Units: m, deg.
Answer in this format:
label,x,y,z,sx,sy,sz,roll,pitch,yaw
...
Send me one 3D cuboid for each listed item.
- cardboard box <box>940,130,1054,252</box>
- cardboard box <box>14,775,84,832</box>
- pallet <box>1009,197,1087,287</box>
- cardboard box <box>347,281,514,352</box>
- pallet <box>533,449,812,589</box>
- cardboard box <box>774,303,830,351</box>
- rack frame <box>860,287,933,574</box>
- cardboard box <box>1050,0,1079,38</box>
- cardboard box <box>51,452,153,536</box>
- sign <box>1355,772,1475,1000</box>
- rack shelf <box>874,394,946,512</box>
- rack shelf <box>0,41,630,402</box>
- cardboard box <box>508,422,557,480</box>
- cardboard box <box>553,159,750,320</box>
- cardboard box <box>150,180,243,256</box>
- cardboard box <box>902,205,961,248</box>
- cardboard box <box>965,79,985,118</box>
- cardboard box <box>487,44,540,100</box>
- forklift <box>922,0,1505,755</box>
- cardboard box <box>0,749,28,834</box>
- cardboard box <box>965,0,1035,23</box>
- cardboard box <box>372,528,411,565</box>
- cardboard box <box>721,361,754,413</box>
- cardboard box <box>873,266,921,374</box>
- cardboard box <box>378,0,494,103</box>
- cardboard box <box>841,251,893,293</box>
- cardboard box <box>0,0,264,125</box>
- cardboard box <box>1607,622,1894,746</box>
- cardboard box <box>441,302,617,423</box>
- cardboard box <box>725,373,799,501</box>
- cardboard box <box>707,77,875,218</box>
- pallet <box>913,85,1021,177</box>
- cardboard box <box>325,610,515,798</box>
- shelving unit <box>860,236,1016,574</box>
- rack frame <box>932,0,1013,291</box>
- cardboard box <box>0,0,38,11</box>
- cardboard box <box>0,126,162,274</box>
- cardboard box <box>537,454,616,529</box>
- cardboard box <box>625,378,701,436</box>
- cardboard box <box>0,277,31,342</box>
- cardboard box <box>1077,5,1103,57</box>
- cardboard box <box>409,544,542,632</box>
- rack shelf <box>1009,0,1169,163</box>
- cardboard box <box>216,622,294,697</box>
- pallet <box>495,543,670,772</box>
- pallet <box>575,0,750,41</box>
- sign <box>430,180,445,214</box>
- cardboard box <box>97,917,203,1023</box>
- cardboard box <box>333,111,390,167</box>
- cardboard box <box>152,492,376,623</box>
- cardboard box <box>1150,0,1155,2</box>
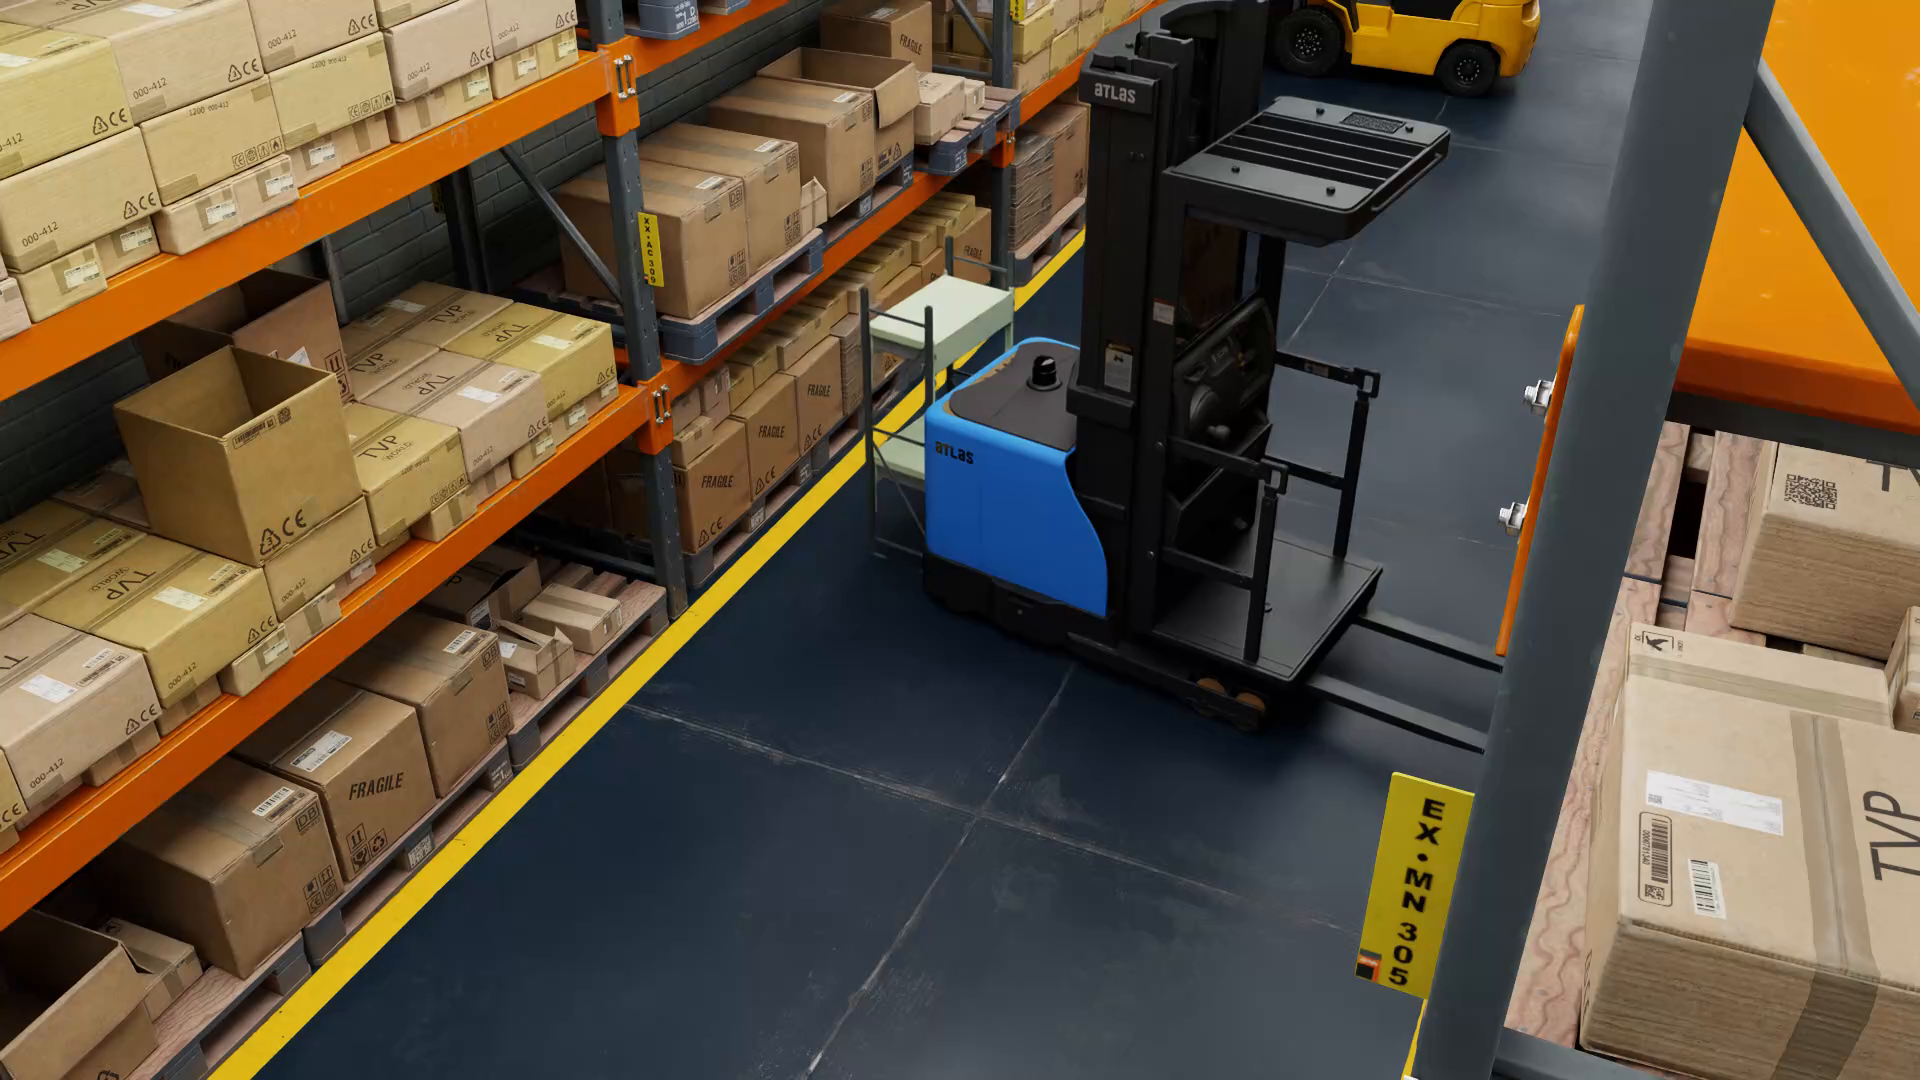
label,x,y,z,sx,sy,sz,roll,pitch,yaw
cardboard box,0.125,-2.482,11.582,0.875,0.625,0.625,15,36,22
cardboard box,-2.966,0.720,5.145,0.380,0.149,0.250,14,36,20
pallet,0.231,-2.227,11.954,1.003,0.211,1.213,14,36,20
cardboard box,-2.275,-0.877,7.217,0.500,0.250,0.500,14,36,20
pallet,-1.516,-0.247,8.935,1.003,0.211,1.213,14,36,20
cardboard box,-0.941,-1.184,9.125,0.380,0.149,0.250,15,36,22
rack frame,-0.298,-0.500,8.146,0.400,1.500,0.023,20,38,27
cardboard box,0.469,-3.552,11.113,0.500,0.250,0.500,15,36,22
cardboard box,-2.897,-0.122,6.066,0.500,0.250,0.500,14,36,20
sign,0.527,0.406,1.924,0.100,0.325,0.005,14,36,20
rack shelf,-0.099,-0.396,8.581,0.431,0.370,0.720,20,38,27
rack shelf,-2.659,-0.957,5.395,1.077,0.370,4.000,14,36,20
cardboard box,-1.902,-0.408,6.866,0.380,0.149,0.250,15,36,22
cardboard box,-1.417,-1.407,7.686,0.700,0.500,0.500,15,36,22
cardboard box,-2.421,-1.004,5.039,0.380,0.149,0.250,14,36,21
cardboard box,-0.211,-1.946,10.288,0.380,0.149,0.250,12,35,18
cardboard box,-0.075,-2.647,9.898,0.380,0.149,0.250,15,36,21
cardboard box,-1.810,-1.781,6.224,0.380,0.149,0.250,14,36,20
forklift,1.327,-0.706,7.153,3.031,2.935,1.130,20,38,28
cardboard box,-3.061,0.766,4.711,0.500,0.250,0.500,14,36,21
cardboard box,0.252,-3.396,10.511,0.380,0.149,0.250,15,36,22
cardboard box,-2.327,-0.047,6.316,0.380,0.149,0.250,15,36,21
cardboard box,-1.288,-0.805,8.547,0.380,0.149,0.250,12,35,18
cardboard box,-0.566,-1.354,9.976,0.500,0.500,0.500,16,36,23
cardboard box,-2.004,-1.757,5.824,0.500,0.250,0.500,13,35,19
cardboard box,-0.617,-1.580,9.729,0.380,0.149,0.250,14,36,20
cardboard box,-2.450,-1.455,4.907,0.500,0.250,0.500,15,36,22
cardboard box,1.224,0.291,2.591,0.380,0.149,0.250,11,35,17
cardboard box,-1.814,-0.752,7.027,0.500,0.250,0.500,15,36,22
cardboard box,-1.202,-0.587,8.806,0.500,0.500,0.500,14,36,20
cardboard box,-0.872,-2.056,8.675,0.700,0.500,0.500,14,36,20
pallet,-0.368,-2.558,10.091,1.213,0.211,1.003,14,36,20
cardboard box,-2.326,0.645,6.927,0.700,0.500,0.500,13,35,19
shelving unit,-0.099,-0.669,8.402,0.431,1.500,0.755,20,38,27
rack frame,-0.149,-2.992,10.578,1.000,3.000,0.127,14,36,20
cardboard box,-2.905,-1.579,5.097,0.500,0.250,0.500,14,36,20
cardboard box,-2.642,-0.992,4.657,0.500,0.250,0.500,13,35,19
cardboard box,-1.885,-0.443,8.586,0.500,0.500,0.500,14,36,20
cardboard box,-1.485,-0.657,8.051,0.380,0.149,0.250,14,36,20
cardboard box,-2.745,-0.623,4.459,0.380,0.149,0.250,15,36,22
cardboard box,0.683,-3.602,11.644,0.500,0.250,0.500,13,35,19
cardboard box,-2.313,0.224,7.742,0.500,0.311,0.500,15,36,22
rack shelf,0.688,-3.687,12.294,1.077,0.370,4.000,14,36,20
cardboard box,-2.525,0.366,5.685,0.380,0.149,0.250,13,35,19
pallet,-2.110,0.508,7.783,1.003,0.211,1.213,14,36,20
pallet,-1.486,-2.484,7.239,1.213,0.211,1.003,14,36,20
sign,-2.328,-1.610,7.413,0.100,0.325,0.005,14,36,20
cardboard box,-2.941,1.523,5.908,0.380,0.149,0.250,13,35,19
cardboard box,-2.175,-1.402,5.646,0.380,0.149,0.250,15,36,22
cardboard box,-2.447,0.003,5.876,0.500,0.250,0.500,13,36,19
cardboard box,1.346,-4.359,12.799,0.500,0.250,0.500,14,36,20
